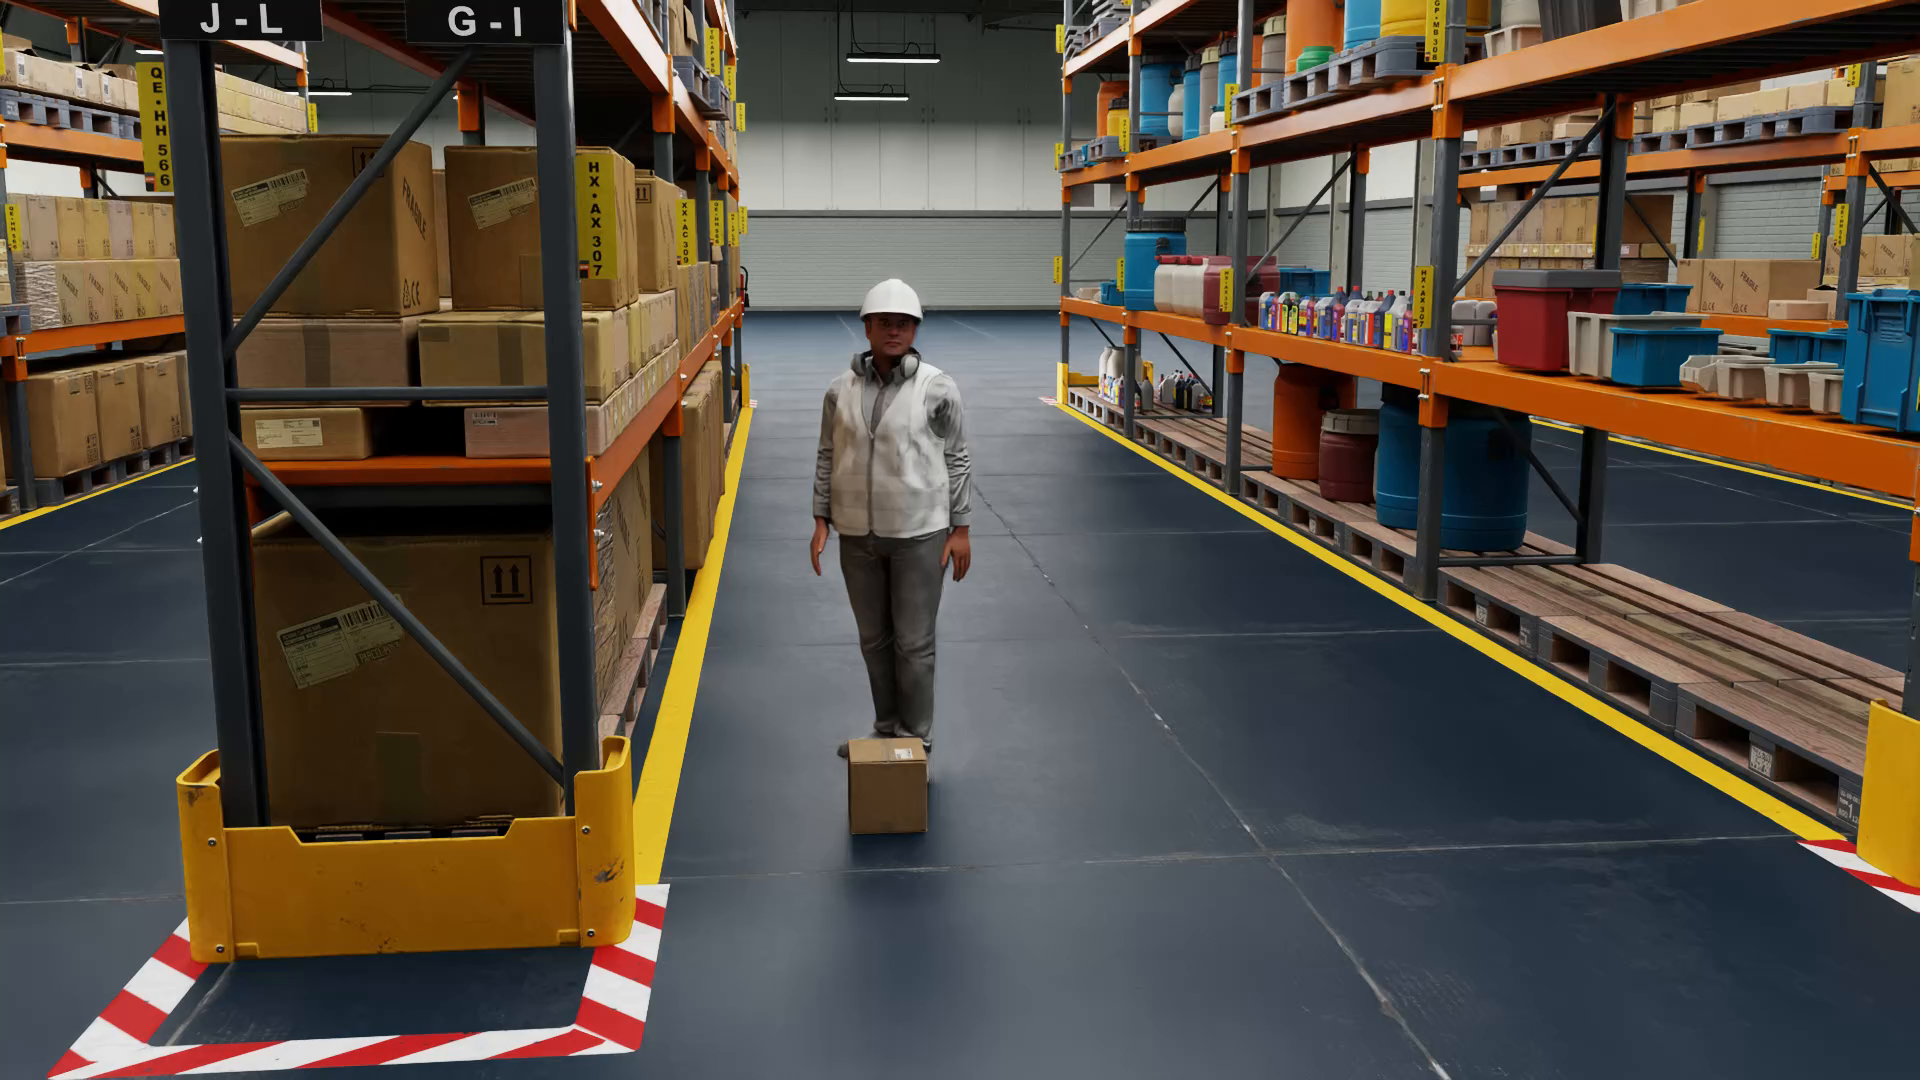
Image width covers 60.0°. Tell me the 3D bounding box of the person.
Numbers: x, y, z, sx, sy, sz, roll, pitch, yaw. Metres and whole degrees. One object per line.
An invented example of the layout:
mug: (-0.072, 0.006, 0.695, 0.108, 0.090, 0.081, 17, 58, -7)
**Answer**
person: (-0.279, -0.032, 5.930, 0.577, 1.777, 0.401, 3, 10, 17)
